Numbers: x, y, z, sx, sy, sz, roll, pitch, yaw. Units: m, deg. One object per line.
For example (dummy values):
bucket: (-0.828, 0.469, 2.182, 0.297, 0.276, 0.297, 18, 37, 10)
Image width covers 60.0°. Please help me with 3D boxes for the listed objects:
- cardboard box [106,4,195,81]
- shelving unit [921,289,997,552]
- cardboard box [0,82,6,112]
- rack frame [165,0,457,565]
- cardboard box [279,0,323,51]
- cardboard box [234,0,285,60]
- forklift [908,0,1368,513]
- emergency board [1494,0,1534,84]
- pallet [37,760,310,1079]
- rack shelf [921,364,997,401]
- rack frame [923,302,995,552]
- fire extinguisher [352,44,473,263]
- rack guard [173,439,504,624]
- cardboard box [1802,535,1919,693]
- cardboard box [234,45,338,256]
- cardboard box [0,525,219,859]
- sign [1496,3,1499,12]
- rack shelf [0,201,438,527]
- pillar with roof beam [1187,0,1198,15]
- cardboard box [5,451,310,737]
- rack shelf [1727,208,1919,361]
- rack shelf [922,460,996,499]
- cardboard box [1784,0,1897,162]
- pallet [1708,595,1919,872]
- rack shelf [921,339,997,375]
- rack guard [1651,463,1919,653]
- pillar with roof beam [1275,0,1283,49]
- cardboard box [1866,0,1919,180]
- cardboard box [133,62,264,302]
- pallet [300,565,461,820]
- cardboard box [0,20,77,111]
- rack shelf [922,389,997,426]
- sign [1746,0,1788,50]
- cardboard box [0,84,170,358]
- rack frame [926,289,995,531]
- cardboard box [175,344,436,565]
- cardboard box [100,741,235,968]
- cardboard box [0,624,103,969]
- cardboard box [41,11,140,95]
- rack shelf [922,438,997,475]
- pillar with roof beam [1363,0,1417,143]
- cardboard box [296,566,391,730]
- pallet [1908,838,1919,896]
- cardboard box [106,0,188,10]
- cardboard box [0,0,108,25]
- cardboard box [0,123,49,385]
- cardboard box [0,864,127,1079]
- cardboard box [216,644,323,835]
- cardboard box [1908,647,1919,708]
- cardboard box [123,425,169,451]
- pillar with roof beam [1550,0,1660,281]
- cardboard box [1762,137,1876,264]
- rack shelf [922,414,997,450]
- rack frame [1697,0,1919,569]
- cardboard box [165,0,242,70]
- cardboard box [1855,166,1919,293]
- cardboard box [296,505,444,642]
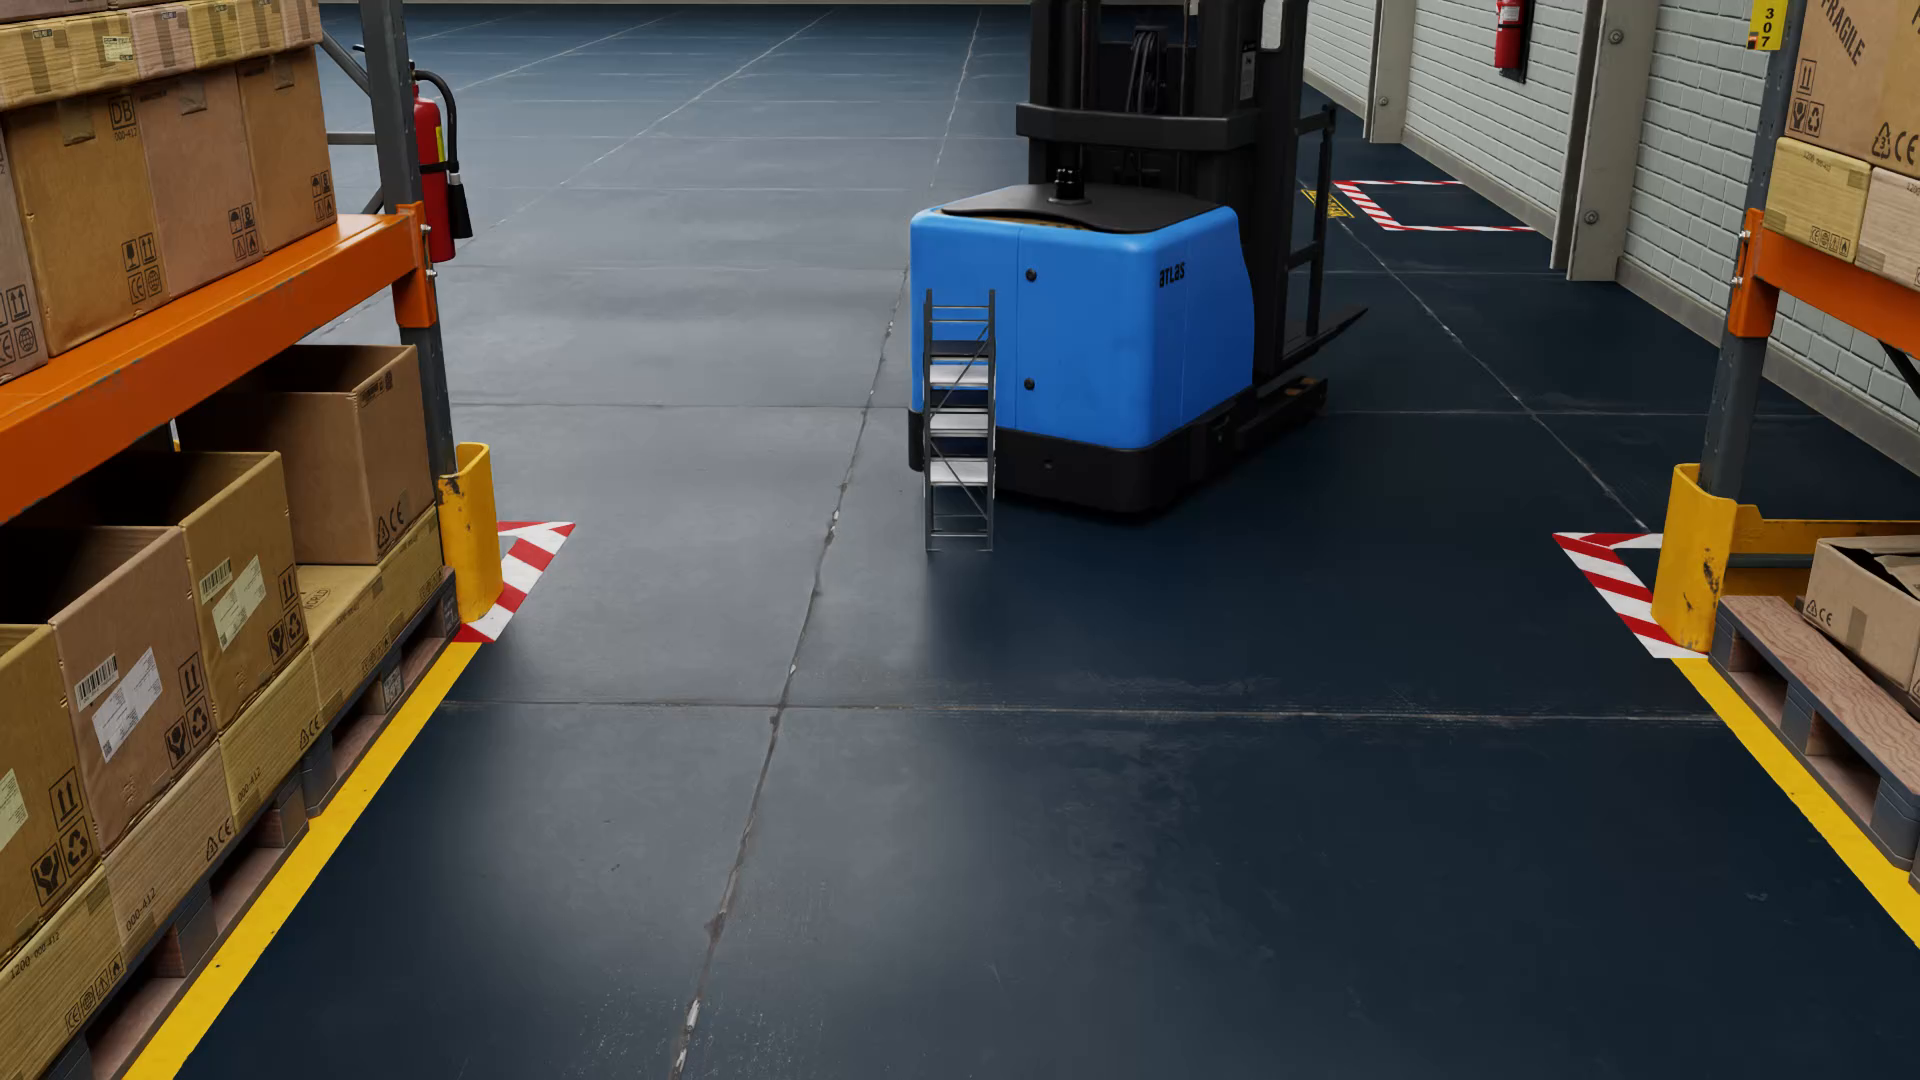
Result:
cardboard box: (-1.969, -1.119, 3.731, 0.380, 0.149, 0.250, 1, 21, 2)
shelving unit: (0.000, -0.417, 5.859, 0.258, 0.900, 0.210, 1, 21, 2)
cardboard box: (-1.990, -0.836, 3.002, 0.380, 0.149, 0.250, 0, 21, 1)
rack frame: (-2.124, -1.188, 4.944, 1.000, 3.000, 0.127, 1, 21, 2)
cardboard box: (-1.945, -1.397, 4.447, 0.380, 0.149, 0.250, 0, 21, 1)
cardboard box: (-1.952, -1.302, 4.203, 0.380, 0.149, 0.250, 1, 21, 3)
forklift: (1.000, -1.950, 7.002, 1.130, 2.935, 3.031, 13, 25, 29)
emergency board: (3.966, -3.935, 12.023, 0.194, 1.169, 0.643, 1, 21, 2)
pallet: (-2.145, 0.829, 3.601, 1.003, 0.211, 1.213, 1, 21, 2)
rack shelf: (0.000, -0.553, 5.806, 0.258, 0.077, 0.200, 1, 21, 2)
rack frame: (-0.003, -0.380, 5.764, 0.240, 0.900, 0.006, 1, 21, 2)
fire extinguisher: (-1.656, -1.190, 5.055, 0.296, 0.674, 0.183, 1, 21, 2)
rack guard: (-2.123, -0.031, 5.419, 1.175, 0.500, 0.348, 1, 21, 2)
cardboard box: (2.716, 0.163, 4.572, 0.500, 0.311, 0.500, -2, 21, -4)
cardboard box: (-2.151, -1.066, 4.491, 0.700, 0.500, 0.500, 1, 21, 2)
cardboard box: (-1.875, 0.288, 3.324, 0.500, 0.500, 0.500, 1, 21, 2)
sign: (4.086, -4.150, 12.529, 0.001, 0.329, 0.234, 1, 21, 2)
rack shelf: (-2.185, -0.130, 3.211, 1.077, 0.370, 4.000, 1, 21, 2)
pillar with roof beam: (0.280, -14.563, 31.123, 9.100, 9.000, 0.400, 1, 21, 2)
cardboard box: (-1.859, 0.107, 3.790, 0.500, 0.500, 0.500, 1, 21, 2)
rack shelf: (2.767, -0.076, 3.074, 1.077, 0.370, 4.000, 1, 21, 2)
rack shelf: (0.000, -0.218, 5.936, 0.258, 0.077, 0.200, 1, 21, 2)
cardboard box: (2.512, -1.255, 4.259, 0.500, 0.500, 0.500, 1, 21, 2)
pallet: (2.765, 0.486, 4.485, 1.003, 0.211, 1.213, 1, 21, 2)
rack shelf: (0.000, -0.637, 5.773, 0.258, 0.077, 0.200, 1, 21, 2)
rack guard: (2.825, 0.058, 5.189, 1.175, 0.500, 0.348, 1, 21, 2)
pillar with roof beam: (-0.085, -10.225, 19.941, 9.100, 9.000, 0.400, 1, 21, 2)
cardboard box: (2.487, -1.076, 3.798, 0.500, 0.500, 0.500, 1, 21, 2)
cardboard box: (-2.162, -0.876, 4.002, 0.700, 0.500, 0.500, 1, 21, 3)
pallet: (-2.106, 0.389, 4.735, 1.003, 0.211, 1.213, 1, 21, 2)
cardboard box: (-1.983, -0.929, 3.241, 0.380, 0.149, 0.250, 1, 21, 3)
rack shelf: (0.000, -0.469, 5.838, 0.258, 0.077, 0.200, 1, 21, 2)
sign: (2.285, -1.544, 4.666, 0.100, 0.325, 0.005, 1, 21, 2)
cardboard box: (-2.183, -0.697, 3.539, 0.700, 0.500, 0.500, 1, 21, 2)
rack frame: (0.003, -0.453, 5.953, 0.240, 0.900, 0.006, 1, 21, 2)
cardboard box: (-1.843, -0.254, 4.722, 0.500, 0.500, 0.500, 1, 21, 2)
cardboard box: (-1.879, 0.638, 3.459, 0.500, 0.250, 0.500, 1, 21, 2)
cardboard box: (-1.889, 0.469, 2.858, 0.500, 0.500, 0.500, 1, 21, 2)
cardboard box: (-1.977, -1.024, 3.486, 0.380, 0.149, 0.250, 1, 21, 3)
rack shelf: (0.000, -0.302, 5.903, 0.258, 0.077, 0.200, 1, 21, 2)
pillar with roof beam: (-0.267, -8.055, 14.349, 9.100, 9.000, 0.400, 1, 21, 2)
cardboard box: (-1.848, 0.276, 4.391, 0.500, 0.250, 0.500, 1, 21, 2)
pallet: (2.725, 0.926, 3.351, 1.003, 0.211, 1.213, 1, 21, 2)
cardboard box: (-2.163, -1.461, 3.717, 0.700, 0.500, 0.500, 0, 21, 0)
cardboard box: (-2.178, -1.279, 3.247, 0.700, 0.500, 0.500, 1, 21, 2)
cardboard box: (-2.196, -0.506, 3.049, 0.700, 0.500, 0.500, 1, 21, 3)
cardboard box: (-1.888, 0.819, 2.993, 0.500, 0.250, 0.500, 1, 21, 2)
cardboard box: (-1.862, 0.457, 3.925, 0.500, 0.250, 0.500, 1, 21, 2)
cardboard box: (2.699, 0.369, 4.041, 0.500, 0.311, 0.500, 2, 21, 6)
cardboard box: (-2.376, -0.079, 4.271, 0.500, 0.500, 0.500, 1, 21, 2)
pillar with roof beam: (-0.450, -5.886, 8.758, 9.100, 9.000, 0.400, 1, 21, 2)
cardboard box: (2.495, -0.901, 4.385, 0.500, 0.250, 0.500, 0, 21, 0)
rack shelf: (0.000, -0.386, 5.871, 0.258, 0.077, 0.200, 1, 21, 2)
rack frame: (2.827, -1.135, 4.807, 1.000, 3.000, 0.127, 1, 21, 2)
cardboard box: (-1.960, -1.210, 3.965, 0.380, 0.149, 0.250, 0, 21, 1)
cardboard box: (2.494, -0.713, 3.901, 0.500, 0.250, 0.500, 0, 21, 0)
cardboard box: (-1.845, 0.095, 4.857, 0.500, 0.250, 0.500, 1, 21, 2)
